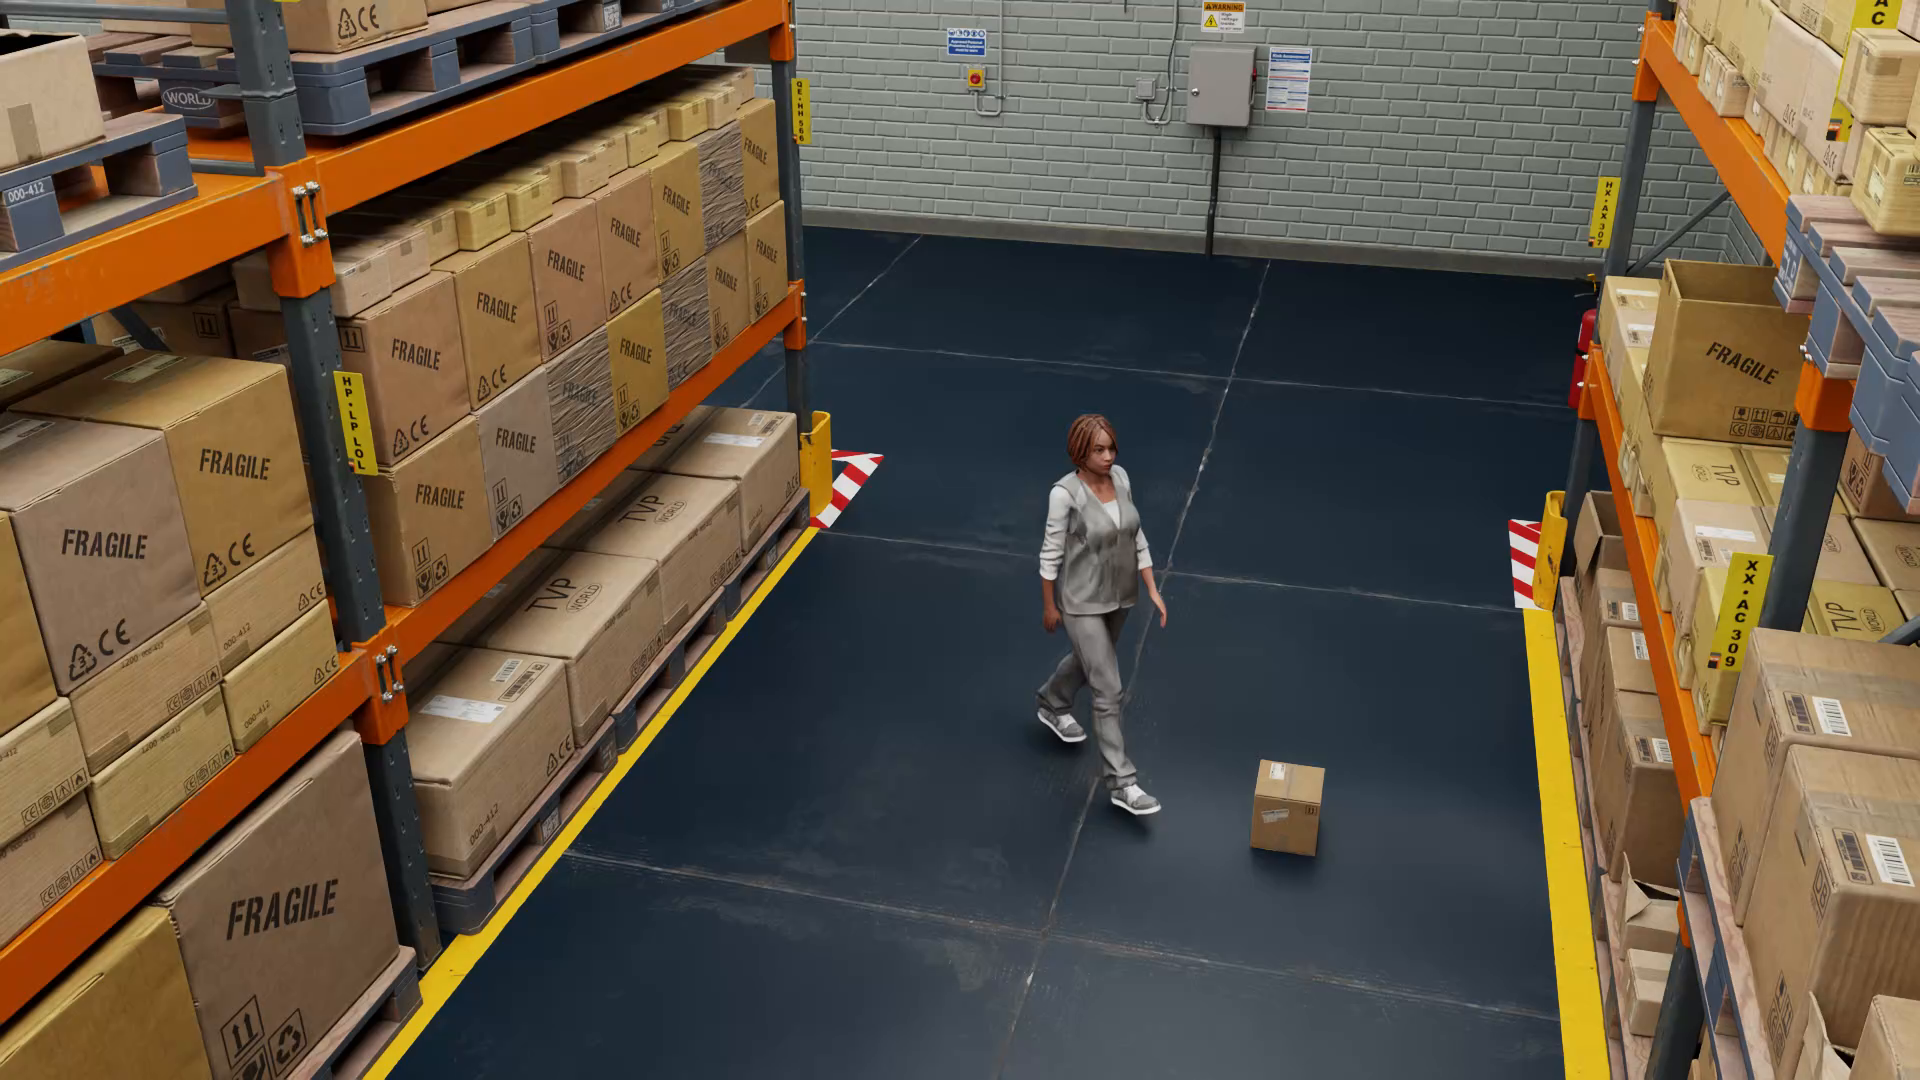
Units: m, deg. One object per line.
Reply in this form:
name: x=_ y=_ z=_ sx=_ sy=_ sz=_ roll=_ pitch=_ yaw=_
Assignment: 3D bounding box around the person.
person: x=0.584 y=0.251 z=6.584 sx=0.419 sy=1.550 sz=0.881 roll=-21 pitch=33 yaw=-37
